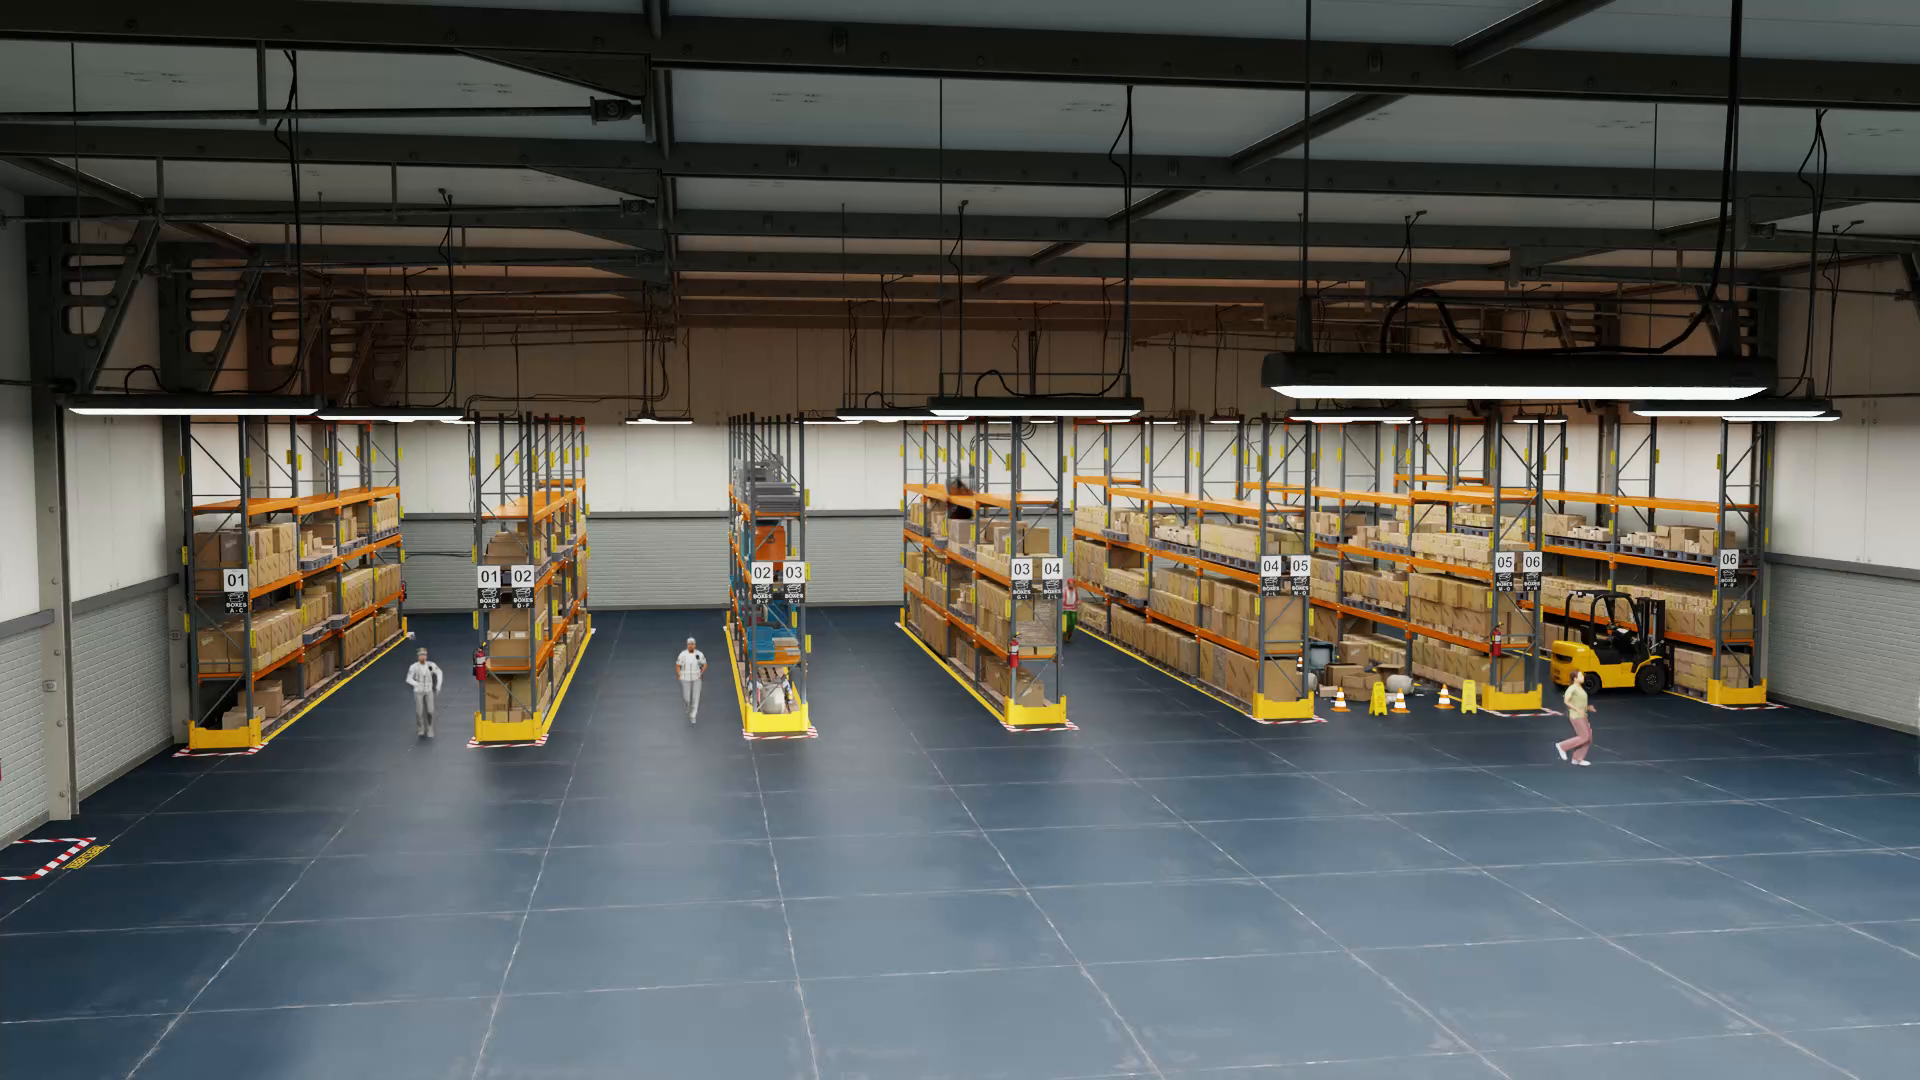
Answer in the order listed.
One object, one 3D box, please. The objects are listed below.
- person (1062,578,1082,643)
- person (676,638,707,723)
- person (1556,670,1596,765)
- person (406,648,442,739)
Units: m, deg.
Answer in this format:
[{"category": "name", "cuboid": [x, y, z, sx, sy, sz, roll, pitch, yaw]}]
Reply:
[{"category": "person", "cuboid": [2.892, 1.868, 43.752, 0.658, 1.734, 0.674, -1, 4, -13]}, {"category": "person", "cuboid": [-5.234, 2.721, 32.435, 0.615, 1.630, 0.587, -1, 4, -9]}, {"category": "person", "cuboid": [10.427, 2.995, 28.150, 0.569, 1.619, 0.578, 3, 5, 37]}, {"category": "person", "cuboid": [-9.817, 2.819, 30.505, 0.643, 1.702, 0.660, -2, 4, -22]}]
